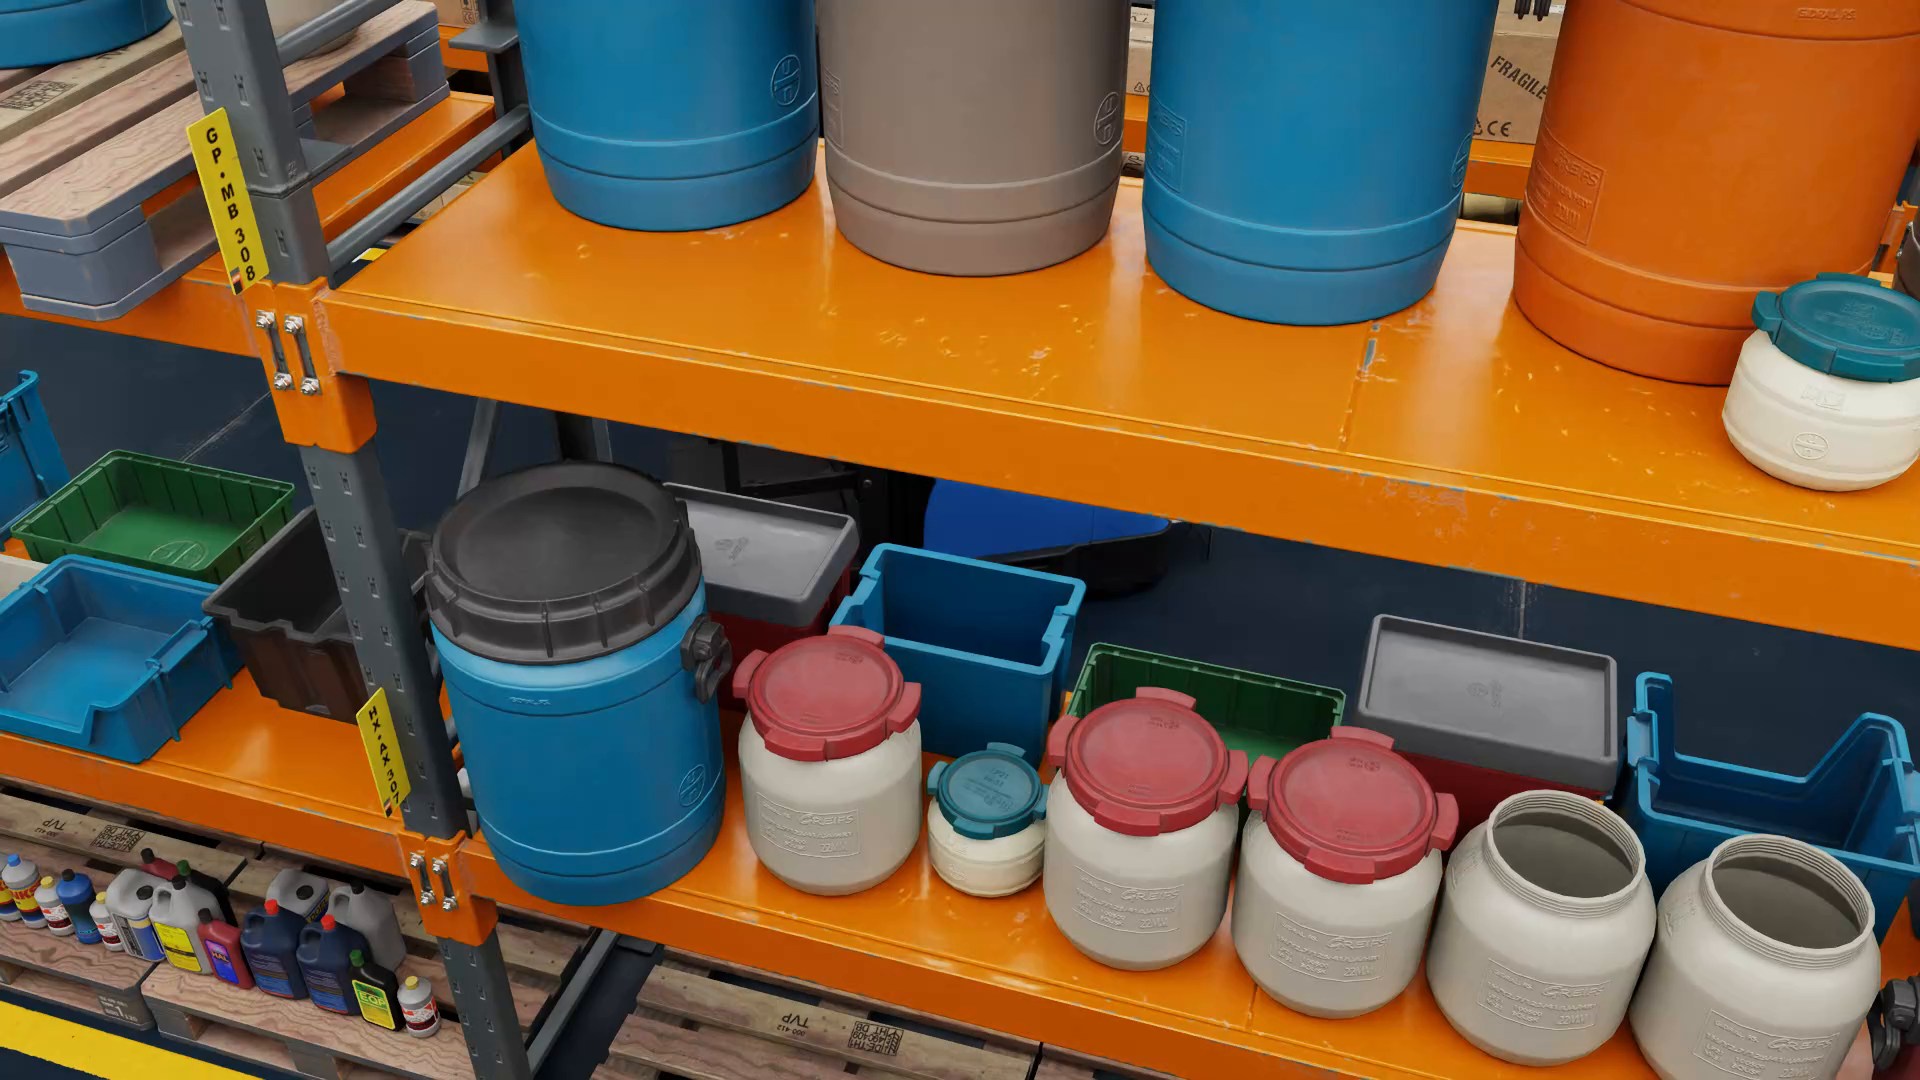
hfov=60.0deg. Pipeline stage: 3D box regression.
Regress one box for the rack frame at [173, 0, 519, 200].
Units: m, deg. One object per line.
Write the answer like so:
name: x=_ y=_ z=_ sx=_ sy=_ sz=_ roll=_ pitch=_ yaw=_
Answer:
rack frame: x=-1.147 y=-2.123 z=2.542 sx=0.127 sy=3.000 sz=1.000 roll=10 pitch=38 yaw=14

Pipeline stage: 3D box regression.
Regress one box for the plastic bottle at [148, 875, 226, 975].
plastic bottle: x=-2.339 y=1.141 z=5.032 sx=0.185 sy=0.351 sz=0.144 roll=10 pitch=38 yaw=14

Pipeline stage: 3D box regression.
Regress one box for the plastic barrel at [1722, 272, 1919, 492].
plastic barrel: x=1.387 y=-0.245 z=2.638 sx=0.301 sy=0.262 sz=0.301 roll=0 pitch=36 yaw=0

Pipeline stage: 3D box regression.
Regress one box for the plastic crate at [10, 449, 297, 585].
plastic crate: x=-2.359 y=-0.021 z=4.927 sx=0.662 sy=0.188 sz=0.450 roll=10 pitch=38 yaw=14

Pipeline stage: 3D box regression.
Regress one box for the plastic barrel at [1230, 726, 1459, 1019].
plastic barrel: x=0.814 y=0.738 z=3.602 sx=0.433 sy=0.535 sz=0.433 roll=0 pitch=36 yaw=0

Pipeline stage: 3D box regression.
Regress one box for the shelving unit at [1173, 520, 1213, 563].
shelving unit: x=0.939 y=-0.322 z=6.928 sx=0.210 sy=0.900 sz=0.258 roll=-8 pitch=37 yaw=-10

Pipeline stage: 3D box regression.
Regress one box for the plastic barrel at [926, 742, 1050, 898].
plastic barrel: x=0.070 y=0.670 z=3.926 sx=0.301 sy=0.262 sz=0.301 roll=0 pitch=36 yaw=0

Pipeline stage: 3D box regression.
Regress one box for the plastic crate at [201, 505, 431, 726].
plastic crate: x=-1.609 y=0.154 z=4.563 sx=0.504 sy=0.338 sz=0.767 roll=10 pitch=38 yaw=14

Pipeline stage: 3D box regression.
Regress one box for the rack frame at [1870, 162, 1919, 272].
rack frame: x=4.151 y=-1.801 z=7.167 sx=0.127 sy=3.000 sz=1.000 roll=10 pitch=38 yaw=14

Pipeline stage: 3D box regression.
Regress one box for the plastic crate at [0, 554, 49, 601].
plastic crate: x=-2.773 y=0.256 z=4.594 sx=0.437 sy=0.136 sz=0.530 roll=10 pitch=38 yaw=14

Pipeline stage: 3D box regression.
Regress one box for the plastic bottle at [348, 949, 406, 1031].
plastic bottle: x=-1.705 y=1.312 z=4.858 sx=0.133 sy=0.283 sz=0.061 roll=12 pitch=38 yaw=16

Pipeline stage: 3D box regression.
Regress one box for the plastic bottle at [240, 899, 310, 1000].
plastic bottle: x=-2.031 y=1.198 z=4.955 sx=0.185 sy=0.351 sz=0.144 roll=9 pitch=37 yaw=12

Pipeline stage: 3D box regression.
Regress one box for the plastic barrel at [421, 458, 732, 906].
plastic barrel: x=-0.869 y=0.331 z=3.847 sx=0.708 sy=0.901 sz=0.600 roll=10 pitch=38 yaw=14

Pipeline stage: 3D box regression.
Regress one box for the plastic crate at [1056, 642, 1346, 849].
plastic crate: x=0.599 y=0.527 z=4.182 sx=0.662 sy=0.188 sz=0.450 roll=10 pitch=38 yaw=14

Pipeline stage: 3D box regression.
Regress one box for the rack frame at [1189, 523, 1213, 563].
rack frame: x=1.038 y=-0.335 z=6.946 sx=0.006 sy=0.900 sz=0.240 roll=-8 pitch=37 yaw=-10

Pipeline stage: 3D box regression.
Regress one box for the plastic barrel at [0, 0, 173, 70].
plastic barrel: x=-2.065 y=-1.522 z=3.480 sx=0.708 sy=0.901 sz=0.600 roll=10 pitch=38 yaw=14

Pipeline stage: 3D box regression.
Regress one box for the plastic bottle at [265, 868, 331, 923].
plastic bottle: x=-2.011 y=1.140 z=5.097 sx=0.135 sy=0.276 sz=0.152 roll=10 pitch=38 yaw=14

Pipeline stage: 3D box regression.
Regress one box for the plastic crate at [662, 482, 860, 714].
plastic crate: x=-0.594 y=0.180 z=4.421 sx=0.583 sy=0.464 sz=0.402 roll=10 pitch=38 yaw=14

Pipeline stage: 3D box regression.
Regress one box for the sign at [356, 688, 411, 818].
sign: x=-1.322 y=0.491 z=3.818 sx=0.005 sy=0.325 sz=0.100 roll=10 pitch=38 yaw=14

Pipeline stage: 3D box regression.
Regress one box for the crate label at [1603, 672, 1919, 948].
crate label: x=1.803 y=0.658 z=3.796 sx=0.616 sy=0.435 sz=0.502 roll=10 pitch=38 yaw=14

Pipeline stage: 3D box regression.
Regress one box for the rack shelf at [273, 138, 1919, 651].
rack shelf: x=0.762 y=-0.271 z=3.165 sx=4.000 sy=0.370 sz=1.077 roll=10 pitch=38 yaw=14

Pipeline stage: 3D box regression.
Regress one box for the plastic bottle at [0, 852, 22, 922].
plastic bottle: x=-3.001 y=1.065 z=5.202 sx=0.097 sy=0.271 sz=0.097 roll=0 pitch=36 yaw=0

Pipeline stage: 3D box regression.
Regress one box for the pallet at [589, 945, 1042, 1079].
pallet: x=-0.386 y=1.533 z=4.989 sx=1.213 sy=0.211 sz=1.003 roll=10 pitch=38 yaw=14

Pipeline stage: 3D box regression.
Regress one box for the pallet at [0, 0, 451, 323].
pallet: x=-1.865 y=-0.911 z=3.586 sx=1.003 sy=0.211 sz=1.213 roll=10 pitch=38 yaw=14

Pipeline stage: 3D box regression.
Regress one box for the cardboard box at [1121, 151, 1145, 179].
cardboard box: x=0.805 y=-1.887 z=8.775 sx=0.500 sy=0.311 sz=0.500 roll=10 pitch=38 yaw=14

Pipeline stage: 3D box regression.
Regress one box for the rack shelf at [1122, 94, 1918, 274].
rack shelf: x=2.242 y=-1.865 z=7.861 sx=4.000 sy=0.370 sz=1.077 roll=10 pitch=38 yaw=14

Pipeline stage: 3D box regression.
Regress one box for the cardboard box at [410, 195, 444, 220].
cardboard box: x=-3.039 y=-2.057 z=9.479 sx=0.500 sy=0.250 sz=0.500 roll=10 pitch=38 yaw=14

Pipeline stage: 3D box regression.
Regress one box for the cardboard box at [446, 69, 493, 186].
cardboard box: x=-2.561 y=-2.271 z=9.138 sx=0.500 sy=0.500 sz=0.500 roll=10 pitch=38 yaw=14

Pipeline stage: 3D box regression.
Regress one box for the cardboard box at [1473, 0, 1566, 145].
cardboard box: x=2.545 y=-2.129 z=7.528 sx=0.500 sy=0.500 sz=0.500 roll=9 pitch=37 yaw=11

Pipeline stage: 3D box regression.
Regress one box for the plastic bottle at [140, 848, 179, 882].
plastic bottle: x=-2.462 y=1.077 z=5.176 sx=0.133 sy=0.283 sz=0.061 roll=10 pitch=38 yaw=14

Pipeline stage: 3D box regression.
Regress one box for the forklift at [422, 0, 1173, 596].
forklift: x=-0.699 y=-1.067 z=6.227 sx=3.031 sy=2.935 sz=1.130 roll=-8 pitch=37 yaw=-10

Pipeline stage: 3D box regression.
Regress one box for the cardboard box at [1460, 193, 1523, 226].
cardboard box: x=2.749 y=-1.527 z=8.287 sx=0.500 sy=0.311 sz=0.500 roll=10 pitch=37 yaw=13

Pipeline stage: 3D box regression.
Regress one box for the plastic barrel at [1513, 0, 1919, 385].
plastic barrel: x=1.327 y=-0.764 z=2.865 sx=0.708 sy=0.830 sz=0.600 roll=10 pitch=38 yaw=14

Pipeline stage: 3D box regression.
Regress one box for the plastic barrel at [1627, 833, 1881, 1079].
plastic barrel: x=1.625 y=0.894 z=3.410 sx=0.421 sy=0.512 sz=0.421 roll=0 pitch=36 yaw=0

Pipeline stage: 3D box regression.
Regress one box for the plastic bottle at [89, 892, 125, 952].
plastic bottle: x=-2.614 y=1.165 z=5.126 sx=0.097 sy=0.201 sz=0.097 roll=0 pitch=36 yaw=0

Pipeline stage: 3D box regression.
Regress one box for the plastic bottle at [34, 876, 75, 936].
plastic bottle: x=-2.811 y=1.129 z=5.175 sx=0.097 sy=0.201 sz=0.097 roll=0 pitch=36 yaw=0

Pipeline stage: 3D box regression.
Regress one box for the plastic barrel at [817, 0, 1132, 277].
plastic barrel: x=0.027 y=-1.034 z=3.171 sx=0.600 sy=0.901 sz=0.600 roll=0 pitch=36 yaw=0

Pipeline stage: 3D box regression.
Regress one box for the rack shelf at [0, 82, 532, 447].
rack shelf: x=-3.056 y=-0.978 z=4.125 sx=4.000 sy=0.370 sz=1.077 roll=10 pitch=38 yaw=14

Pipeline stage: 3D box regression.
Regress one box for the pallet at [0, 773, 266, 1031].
pallet: x=-2.944 y=1.060 z=5.632 sx=1.213 sy=0.211 sz=1.003 roll=10 pitch=38 yaw=14
